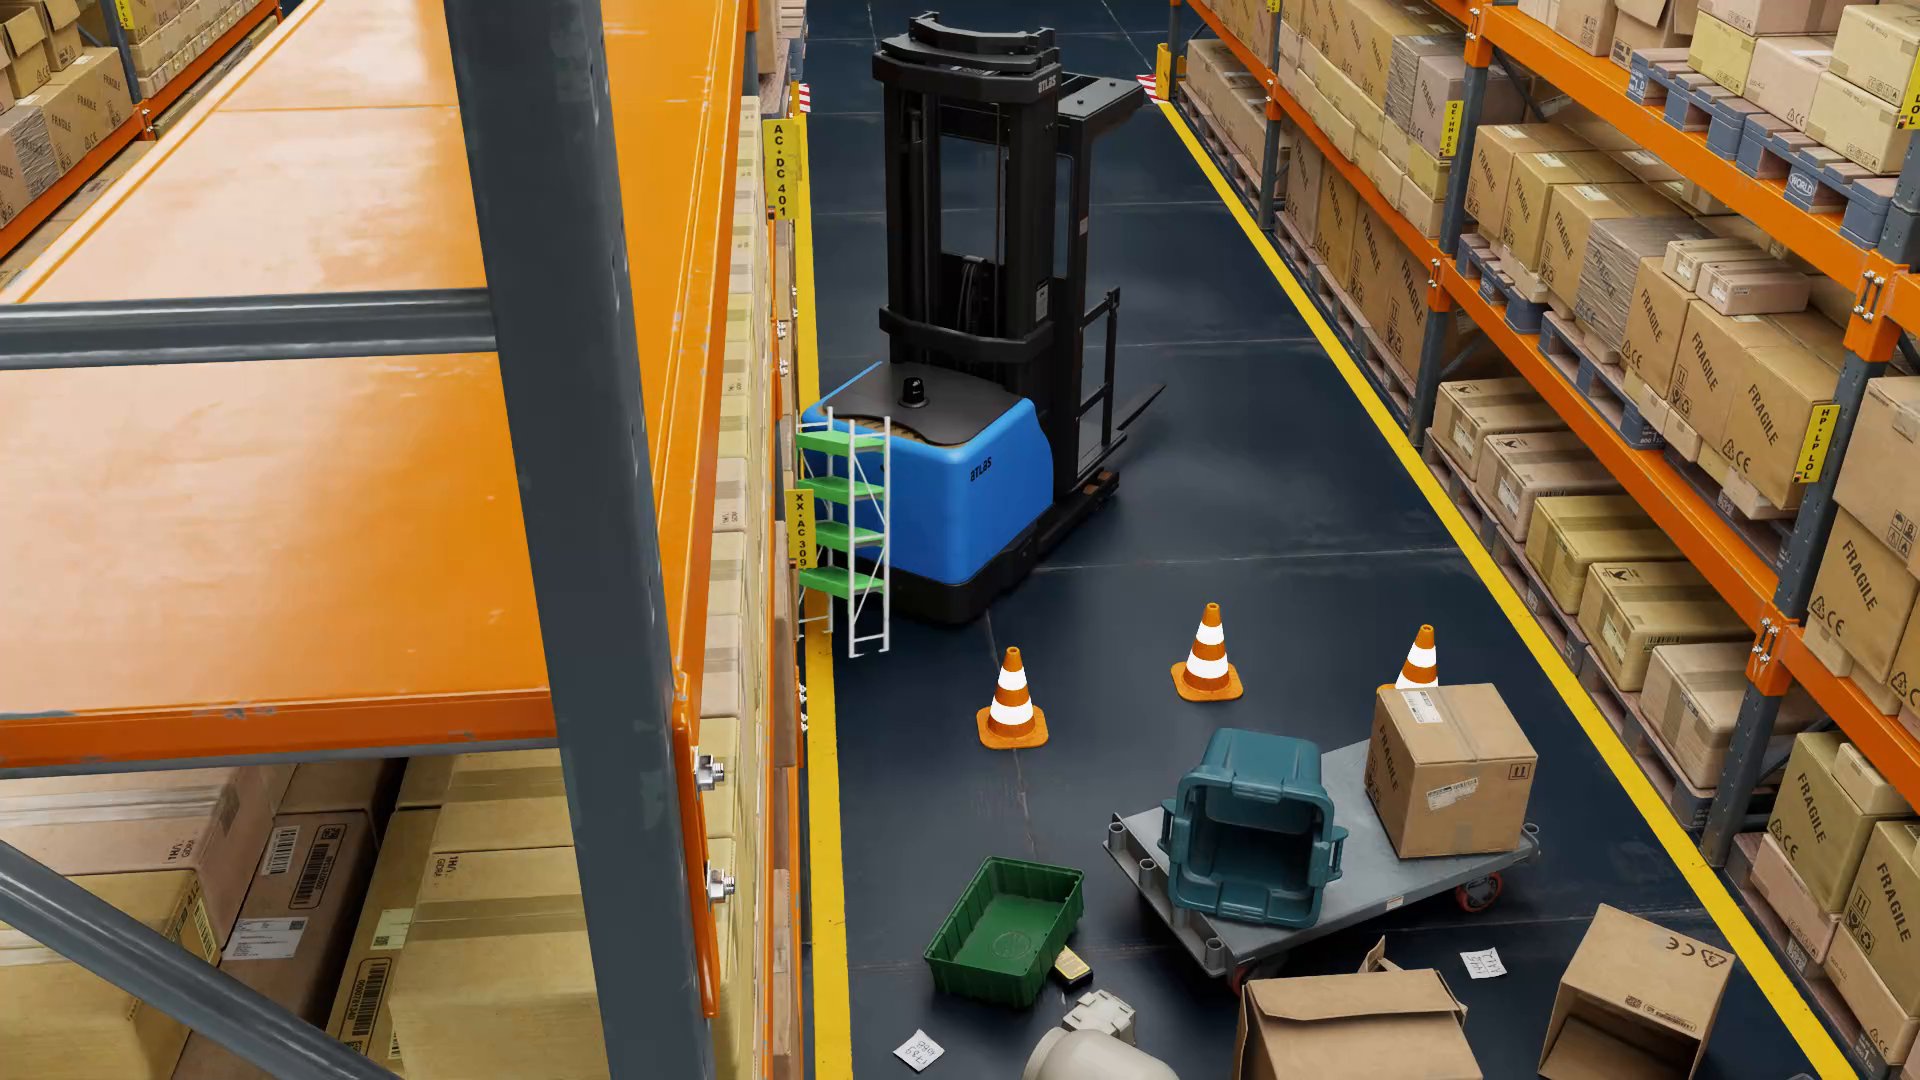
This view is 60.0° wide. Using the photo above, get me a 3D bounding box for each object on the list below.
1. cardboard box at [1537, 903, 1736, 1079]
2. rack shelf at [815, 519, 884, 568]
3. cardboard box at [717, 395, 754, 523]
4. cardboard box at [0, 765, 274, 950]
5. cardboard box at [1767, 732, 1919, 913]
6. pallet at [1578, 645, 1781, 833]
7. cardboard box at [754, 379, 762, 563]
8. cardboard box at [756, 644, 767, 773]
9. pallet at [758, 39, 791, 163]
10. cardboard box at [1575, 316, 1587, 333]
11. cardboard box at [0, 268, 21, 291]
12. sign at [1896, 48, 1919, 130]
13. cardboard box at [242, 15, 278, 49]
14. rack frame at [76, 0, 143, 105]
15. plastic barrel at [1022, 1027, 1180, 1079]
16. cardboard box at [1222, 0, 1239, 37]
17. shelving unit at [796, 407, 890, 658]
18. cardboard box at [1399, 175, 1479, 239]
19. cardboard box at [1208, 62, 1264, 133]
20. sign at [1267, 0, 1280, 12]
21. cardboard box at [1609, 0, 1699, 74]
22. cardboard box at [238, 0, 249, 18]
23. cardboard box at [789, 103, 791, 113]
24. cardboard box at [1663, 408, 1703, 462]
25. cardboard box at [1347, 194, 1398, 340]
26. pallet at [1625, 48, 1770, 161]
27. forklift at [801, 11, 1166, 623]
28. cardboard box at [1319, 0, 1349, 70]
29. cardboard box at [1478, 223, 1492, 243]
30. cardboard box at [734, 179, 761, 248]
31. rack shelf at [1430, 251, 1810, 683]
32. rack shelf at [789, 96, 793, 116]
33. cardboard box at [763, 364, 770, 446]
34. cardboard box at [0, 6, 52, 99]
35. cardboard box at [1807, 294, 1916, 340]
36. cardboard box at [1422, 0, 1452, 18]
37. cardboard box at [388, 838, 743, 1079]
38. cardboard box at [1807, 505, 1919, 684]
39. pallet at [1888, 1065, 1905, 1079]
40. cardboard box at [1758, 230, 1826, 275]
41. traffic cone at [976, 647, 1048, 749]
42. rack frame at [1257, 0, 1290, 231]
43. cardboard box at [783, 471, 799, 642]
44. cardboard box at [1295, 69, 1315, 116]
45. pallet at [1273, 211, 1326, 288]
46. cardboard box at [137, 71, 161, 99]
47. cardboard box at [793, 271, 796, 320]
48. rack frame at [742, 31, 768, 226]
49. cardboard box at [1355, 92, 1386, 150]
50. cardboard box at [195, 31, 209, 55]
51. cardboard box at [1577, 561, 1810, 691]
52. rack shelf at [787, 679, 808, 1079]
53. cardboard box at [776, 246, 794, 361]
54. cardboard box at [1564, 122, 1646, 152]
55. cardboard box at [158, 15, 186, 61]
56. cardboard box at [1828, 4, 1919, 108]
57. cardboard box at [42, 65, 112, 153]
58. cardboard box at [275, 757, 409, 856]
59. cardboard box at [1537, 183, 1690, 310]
[{"bbox_3d":[2.543,1.791,6.262,0.500,0.500,0.500,20,36,29],"label":"cardboard box"},{"bbox_3d":[-0.612,0.013,8.511,0.258,0.148,0.480,-9,15,-39],"label":"rack shelf"},{"bbox_3d":[-0.580,-0.143,3.100,0.380,0.149,0.250,-3,31,-5],"label":"cardboard box"},{"bbox_3d":[-1.139,0.409,2.176,0.380,0.149,0.250,-3,31,-4],"label":"cardboard box"},{"bbox_3d":[3.584,1.099,6.526,0.500,0.500,0.500,-1,31,-2],"label":"cardboard box"},{"bbox_3d":[3.723,0.906,8.028,1.003,0.211,1.213,-3,31,-5],"label":"pallet"},{"bbox_3d":[-0.680,-0.168,3.531,0.500,0.250,0.500,-3,31,-5],"label":"cardboard box"},{"bbox_3d":[-0.555,0.328,3.088,0.380,0.149,0.250,-3,31,-4],"label":"cardboard box"},{"bbox_3d":[-1.275,-1.957,7.360,1.003,0.211,1.213,-1,31,-2],"label":"pallet"},{"bbox_3d":[3.412,-1.142,8.573,0.380,0.149,0.250,-2,31,-3],"label":"cardboard box"},{"bbox_3d":[-6.487,-1.082,10.300,1.225,0.875,0.875,-4,31,-7],"label":"cardboard box"},{"bbox_3d":[3.245,-1.544,5.597,0.100,0.325,0.005,-3,31,-5],"label":"sign"},{"bbox_3d":[-7.051,-4.491,16.006,0.875,0.875,0.875,-3,31,-5],"label":"cardboard box"},{"bbox_3d":[-6.817,-3.503,12.690,1.000,3.000,0.127,-3,31,-5],"label":"rack frame"},{"bbox_3d":[0.512,2.007,5.978,0.512,0.421,0.421,20,36,29],"label":"plastic barrel"},{"bbox_3d":[2.637,-4.764,14.703,0.500,0.500,0.500,-3,31,-5],"label":"cardboard box"},{"bbox_3d":[-0.611,-0.049,8.499,0.258,1.200,0.503,-9,15,-39],"label":"shelving unit"},{"bbox_3d":[3.118,-2.117,10.516,0.500,0.250,0.500,-4,31,-6],"label":"cardboard box"},{"bbox_3d":[2.931,-4.301,16.116,0.875,0.438,0.875,-2,31,-3],"label":"cardboard box"},{"bbox_3d":[2.498,-4.356,13.197,0.100,0.325,0.005,-3,31,-5],"label":"sign"},{"bbox_3d":[3.595,-2.490,7.969,0.797,0.503,0.637,-3,31,-5],"label":"cardboard box"},{"bbox_3d":[-6.758,-4.883,15.245,0.380,0.149,0.250,-2,31,-4],"label":"cardboard box"},{"bbox_3d":[-1.861,-4.303,16.399,0.380,0.149,0.250,-2,31,-3],"label":"cardboard box"},{"bbox_3d":[3.408,-0.481,7.466,0.380,0.149,0.250,-3,31,-5],"label":"cardboard box"},{"bbox_3d":[3.363,-2.016,11.863,0.875,0.875,0.875,-2,31,-4],"label":"cardboard box"},{"bbox_3d":[3.746,-1.950,7.349,1.213,0.211,1.003,-3,31,-5],"label":"pallet"},{"bbox_3d":[0.319,-1.536,9.464,1.130,2.935,3.031,17,35,26],"label":"forklift"},{"bbox_3d":[2.924,-3.697,11.942,0.500,0.500,0.500,-3,31,-6],"label":"cardboard box"},{"bbox_3d":[3.269,-1.833,9.730,0.380,0.149,0.250,-4,31,-7],"label":"cardboard box"},{"bbox_3d":[-0.701,-0.794,4.190,0.380,0.149,0.250,-2,31,-4],"label":"cardboard box"},{"bbox_3d":[3.611,-0.606,8.541,1.077,0.370,4.000,-3,31,-5],"label":"rack shelf"},{"bbox_3d":[-2.056,-4.401,14.896,1.077,0.370,4.000,-3,31,-5],"label":"rack shelf"},{"bbox_3d":[-0.674,-0.319,4.172,0.380,0.149,0.250,-2,31,-4],"label":"cardboard box"},{"bbox_3d":[-6.696,-3.300,11.275,0.797,0.503,0.637,-2,31,-4],"label":"cardboard box"},{"bbox_3d":[3.992,-0.753,7.289,0.500,0.500,0.500,-3,31,-4],"label":"cardboard box"},{"bbox_3d":[3.488,-3.447,11.524,0.500,0.500,0.500,-2,31,-4],"label":"cardboard box"},{"bbox_3d":[-0.462,0.506,2.013,0.380,0.149,0.250,-2,31,-4],"label":"cardboard box"},{"bbox_3d":[3.561,0.174,6.147,0.500,0.500,0.500,-3,31,-5],"label":"cardboard box"},{"bbox_3d":[4.013,2.269,5.746,1.003,0.211,1.213,-3,31,-5],"label":"pallet"},{"bbox_3d":[3.902,-1.330,7.622,0.380,0.149,0.250,-1,31,-2],"label":"cardboard box"},{"bbox_3d":[0.257,0.727,8.082,0.336,0.463,0.334,-3,31,-5],"label":"traffic cone"},{"bbox_3d":[3.050,-3.978,13.485,1.000,3.000,0.127,-3,31,-5],"label":"rack frame"},{"bbox_3d":[-0.903,0.071,6.609,0.500,0.500,0.500,-2,31,-4],"label":"cardboard box"},{"bbox_3d":[2.878,-3.412,12.684,0.500,0.250,0.500,-3,31,-6],"label":"cardboard box"},{"bbox_3d":[3.197,-2.391,13.547,1.003,0.211,1.213,-3,31,-5],"label":"pallet"},{"bbox_3d":[-6.513,-3.562,13.034,0.380,0.149,0.250,-3,31,-4],"label":"cardboard box"},{"bbox_3d":[-1.458,-1.907,12.045,0.500,0.500,0.500,-3,31,-6],"label":"cardboard box"},{"bbox_3d":[-1.121,-2.180,4.625,1.000,3.000,0.127,-3,31,-5],"label":"rack frame"},{"bbox_3d":[3.006,-2.843,11.244,0.500,0.250,0.500,-4,31,-6],"label":"cardboard box"},{"bbox_3d":[-6.635,-4.224,14.142,0.380,0.149,0.250,-2,31,-4],"label":"cardboard box"},{"bbox_3d":[3.675,0.420,8.276,0.950,0.372,0.625,-1,31,-1],"label":"cardboard box"},{"bbox_3d":[-0.935,1.725,4.639,1.077,0.370,4.000,-3,31,-5],"label":"rack shelf"},{"bbox_3d":[-1.141,-1.218,8.767,0.500,0.500,0.500,-3,31,-5],"label":"cardboard box"},{"bbox_3d":[3.743,-2.068,9.490,0.500,0.500,0.500,-4,31,-6],"label":"cardboard box"},{"bbox_3d":[-6.641,-4.073,13.501,0.500,0.250,0.500,-3,31,-5],"label":"cardboard box"},{"bbox_3d":[3.616,-1.802,6.166,0.500,0.250,0.500,-2,31,-3],"label":"cardboard box"},{"bbox_3d":[-6.462,-3.067,11.863,0.500,0.500,0.500,-2,31,-3],"label":"cardboard box"},{"bbox_3d":[-1.118,0.371,2.628,0.500,0.250,0.500,-3,31,-4],"label":"cardboard box"},{"bbox_3d":[3.347,-1.509,8.555,0.500,0.500,0.500,-2,31,-4],"label":"cardboard box"}]
